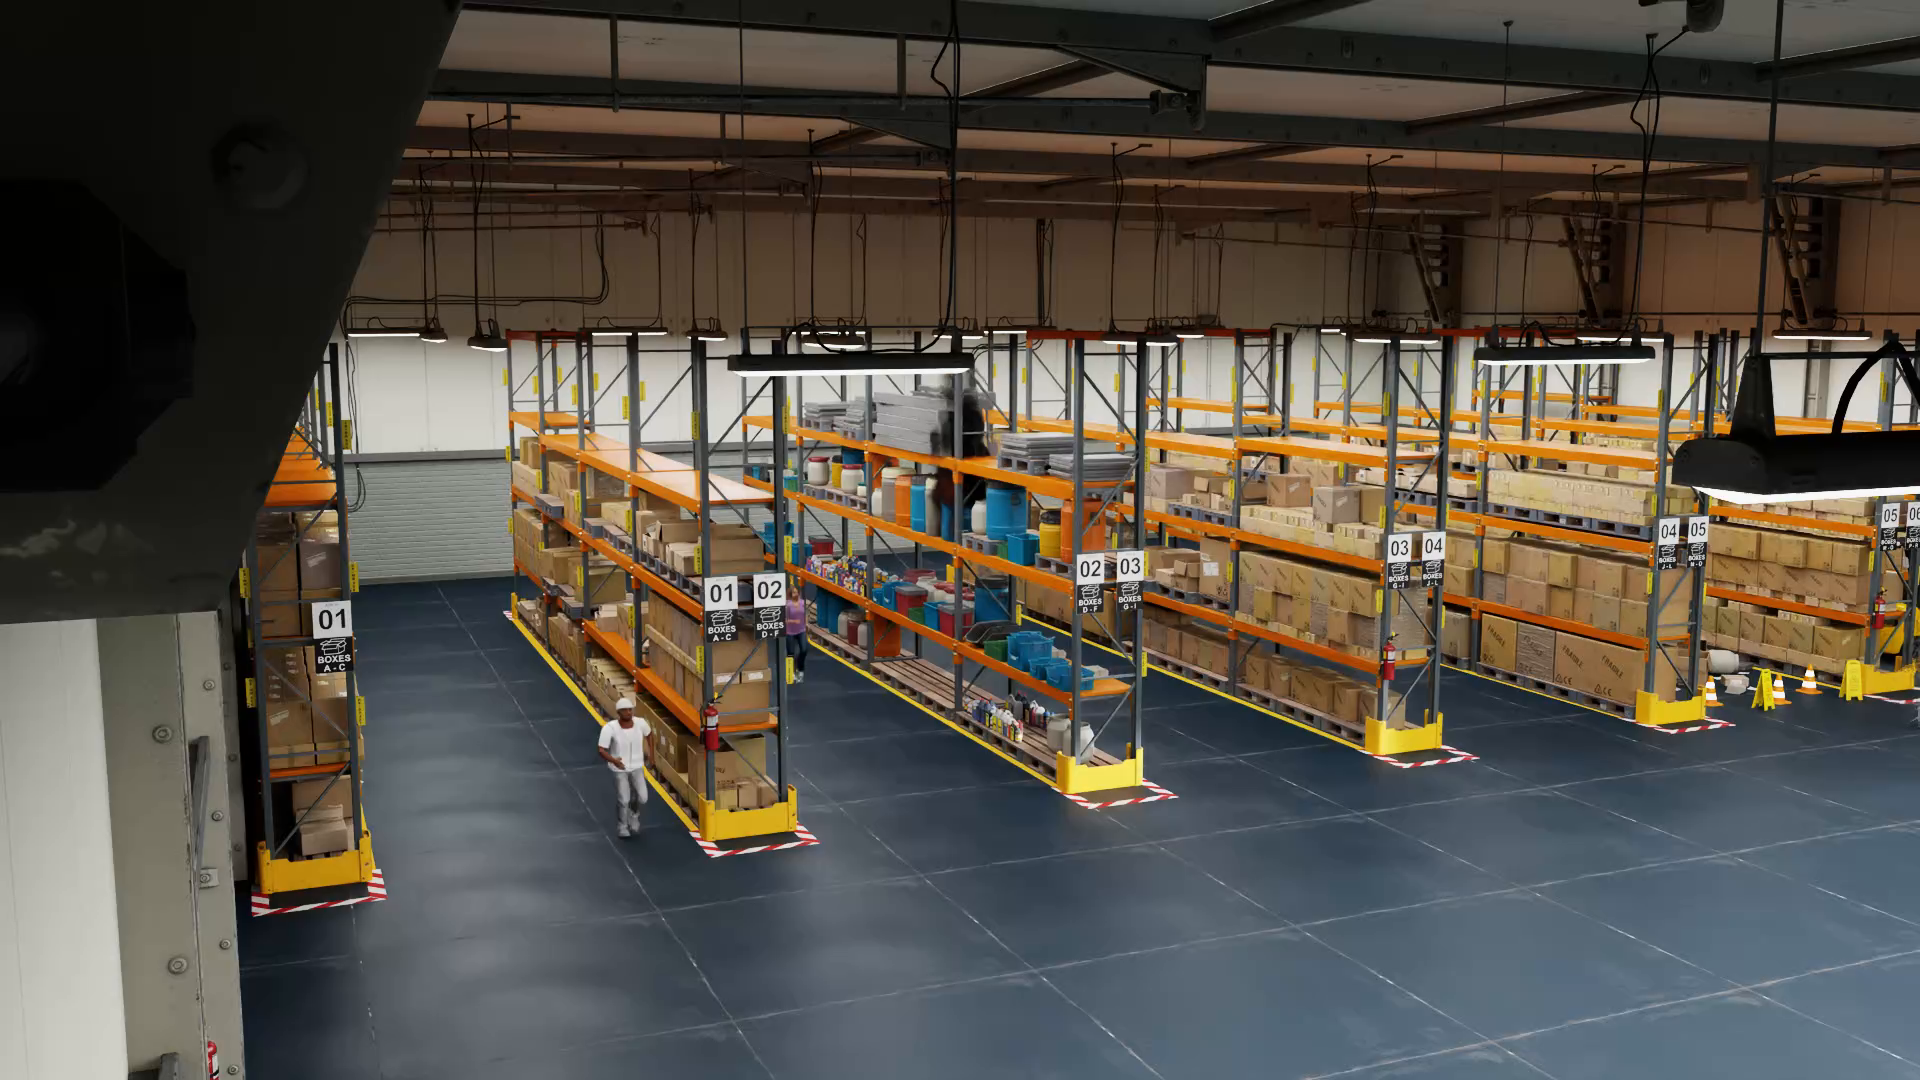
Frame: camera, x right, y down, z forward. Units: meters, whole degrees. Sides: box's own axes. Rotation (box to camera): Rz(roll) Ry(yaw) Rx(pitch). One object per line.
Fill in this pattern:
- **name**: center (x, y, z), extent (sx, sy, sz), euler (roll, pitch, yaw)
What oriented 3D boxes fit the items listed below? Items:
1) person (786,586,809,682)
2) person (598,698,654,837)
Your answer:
- **person**: center (-2.690, 1.553, 27.386), extent (0.511, 1.616, 0.637), euler (-3, 8, -21)
- **person**: center (-3.978, 2.747, 20.045), extent (0.744, 1.719, 0.587), euler (-4, 9, -30)
